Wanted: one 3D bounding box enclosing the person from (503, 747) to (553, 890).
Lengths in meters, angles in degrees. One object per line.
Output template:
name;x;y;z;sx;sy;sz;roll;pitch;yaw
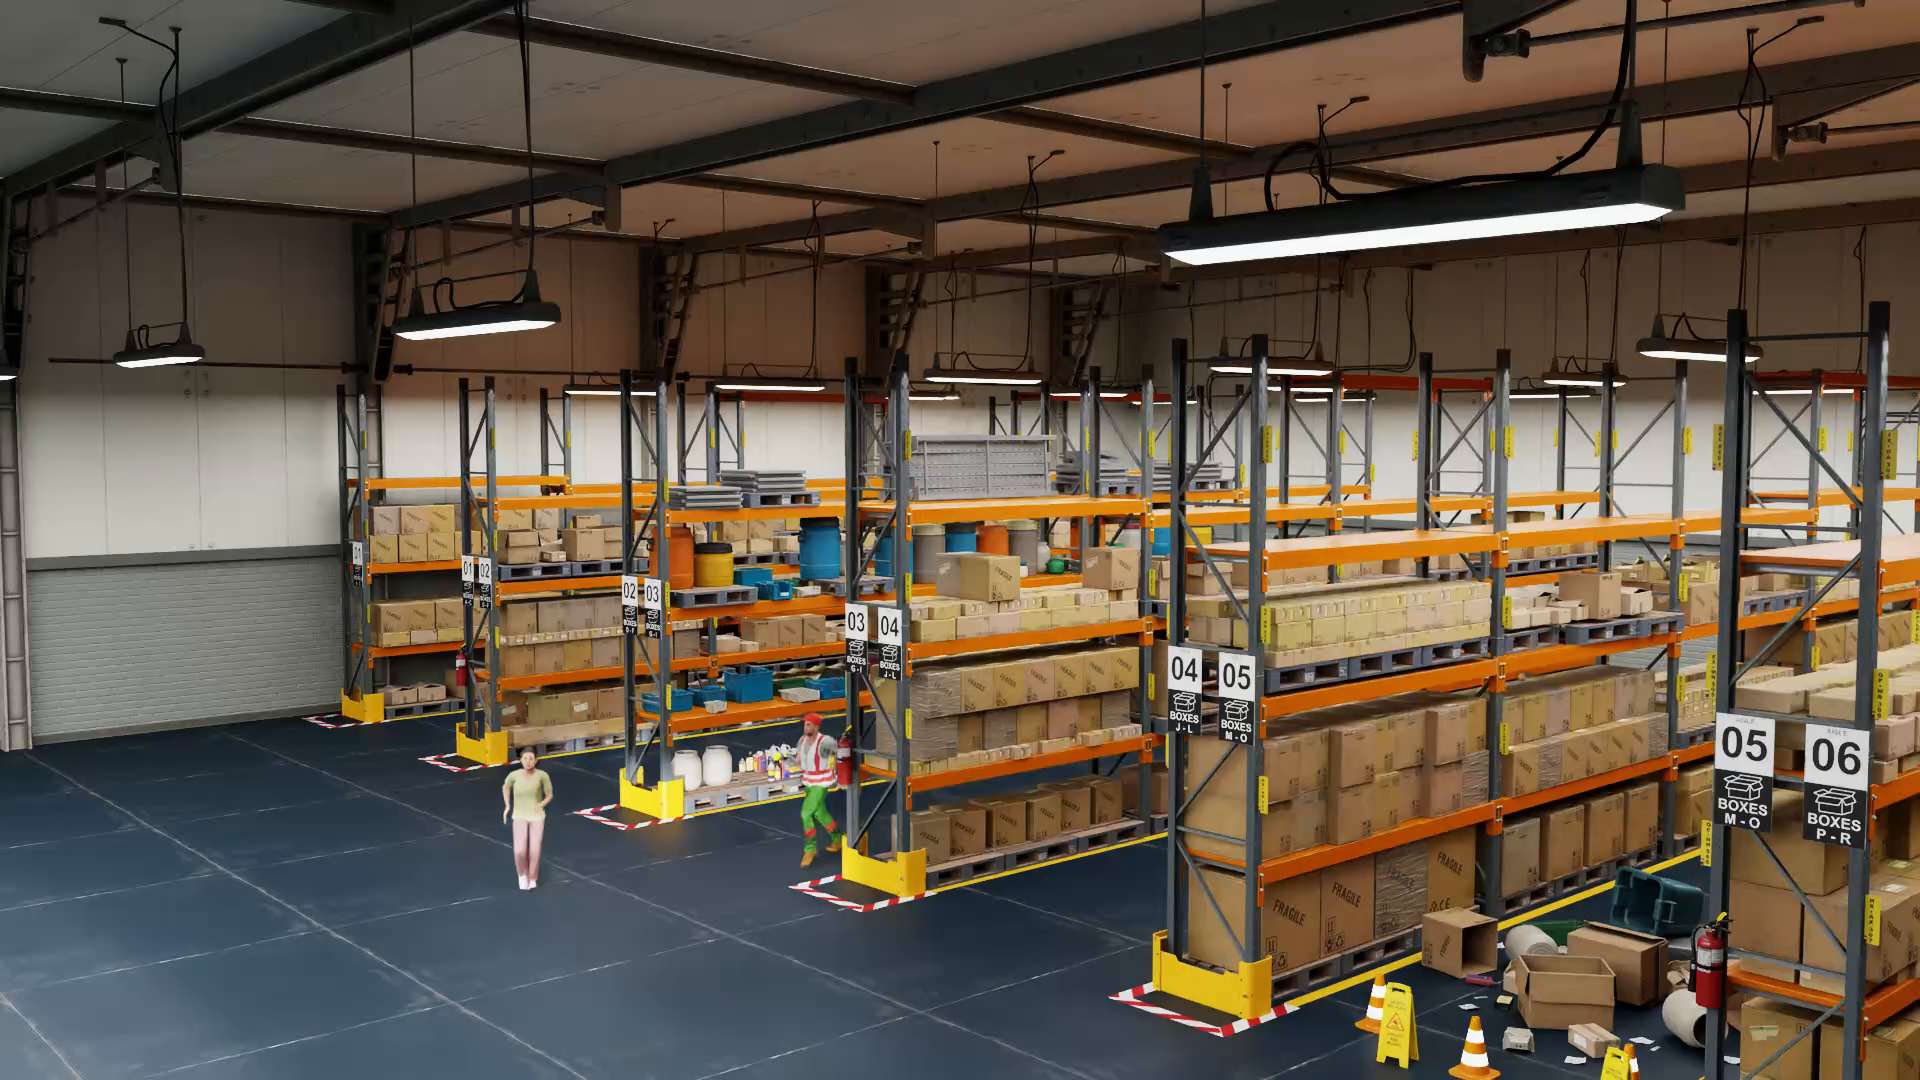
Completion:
person;-4.812;3.117;18.531;0.553;1.626;0.688;-1;4;-13

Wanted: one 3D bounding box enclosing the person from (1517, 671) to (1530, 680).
person;8.288;2.742;24.566;0.576;1.600;0.714;3;5;41

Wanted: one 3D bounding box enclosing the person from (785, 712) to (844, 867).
person;-1.700;2.968;20.034;0.839;1.816;0.675;-3;5;-42
